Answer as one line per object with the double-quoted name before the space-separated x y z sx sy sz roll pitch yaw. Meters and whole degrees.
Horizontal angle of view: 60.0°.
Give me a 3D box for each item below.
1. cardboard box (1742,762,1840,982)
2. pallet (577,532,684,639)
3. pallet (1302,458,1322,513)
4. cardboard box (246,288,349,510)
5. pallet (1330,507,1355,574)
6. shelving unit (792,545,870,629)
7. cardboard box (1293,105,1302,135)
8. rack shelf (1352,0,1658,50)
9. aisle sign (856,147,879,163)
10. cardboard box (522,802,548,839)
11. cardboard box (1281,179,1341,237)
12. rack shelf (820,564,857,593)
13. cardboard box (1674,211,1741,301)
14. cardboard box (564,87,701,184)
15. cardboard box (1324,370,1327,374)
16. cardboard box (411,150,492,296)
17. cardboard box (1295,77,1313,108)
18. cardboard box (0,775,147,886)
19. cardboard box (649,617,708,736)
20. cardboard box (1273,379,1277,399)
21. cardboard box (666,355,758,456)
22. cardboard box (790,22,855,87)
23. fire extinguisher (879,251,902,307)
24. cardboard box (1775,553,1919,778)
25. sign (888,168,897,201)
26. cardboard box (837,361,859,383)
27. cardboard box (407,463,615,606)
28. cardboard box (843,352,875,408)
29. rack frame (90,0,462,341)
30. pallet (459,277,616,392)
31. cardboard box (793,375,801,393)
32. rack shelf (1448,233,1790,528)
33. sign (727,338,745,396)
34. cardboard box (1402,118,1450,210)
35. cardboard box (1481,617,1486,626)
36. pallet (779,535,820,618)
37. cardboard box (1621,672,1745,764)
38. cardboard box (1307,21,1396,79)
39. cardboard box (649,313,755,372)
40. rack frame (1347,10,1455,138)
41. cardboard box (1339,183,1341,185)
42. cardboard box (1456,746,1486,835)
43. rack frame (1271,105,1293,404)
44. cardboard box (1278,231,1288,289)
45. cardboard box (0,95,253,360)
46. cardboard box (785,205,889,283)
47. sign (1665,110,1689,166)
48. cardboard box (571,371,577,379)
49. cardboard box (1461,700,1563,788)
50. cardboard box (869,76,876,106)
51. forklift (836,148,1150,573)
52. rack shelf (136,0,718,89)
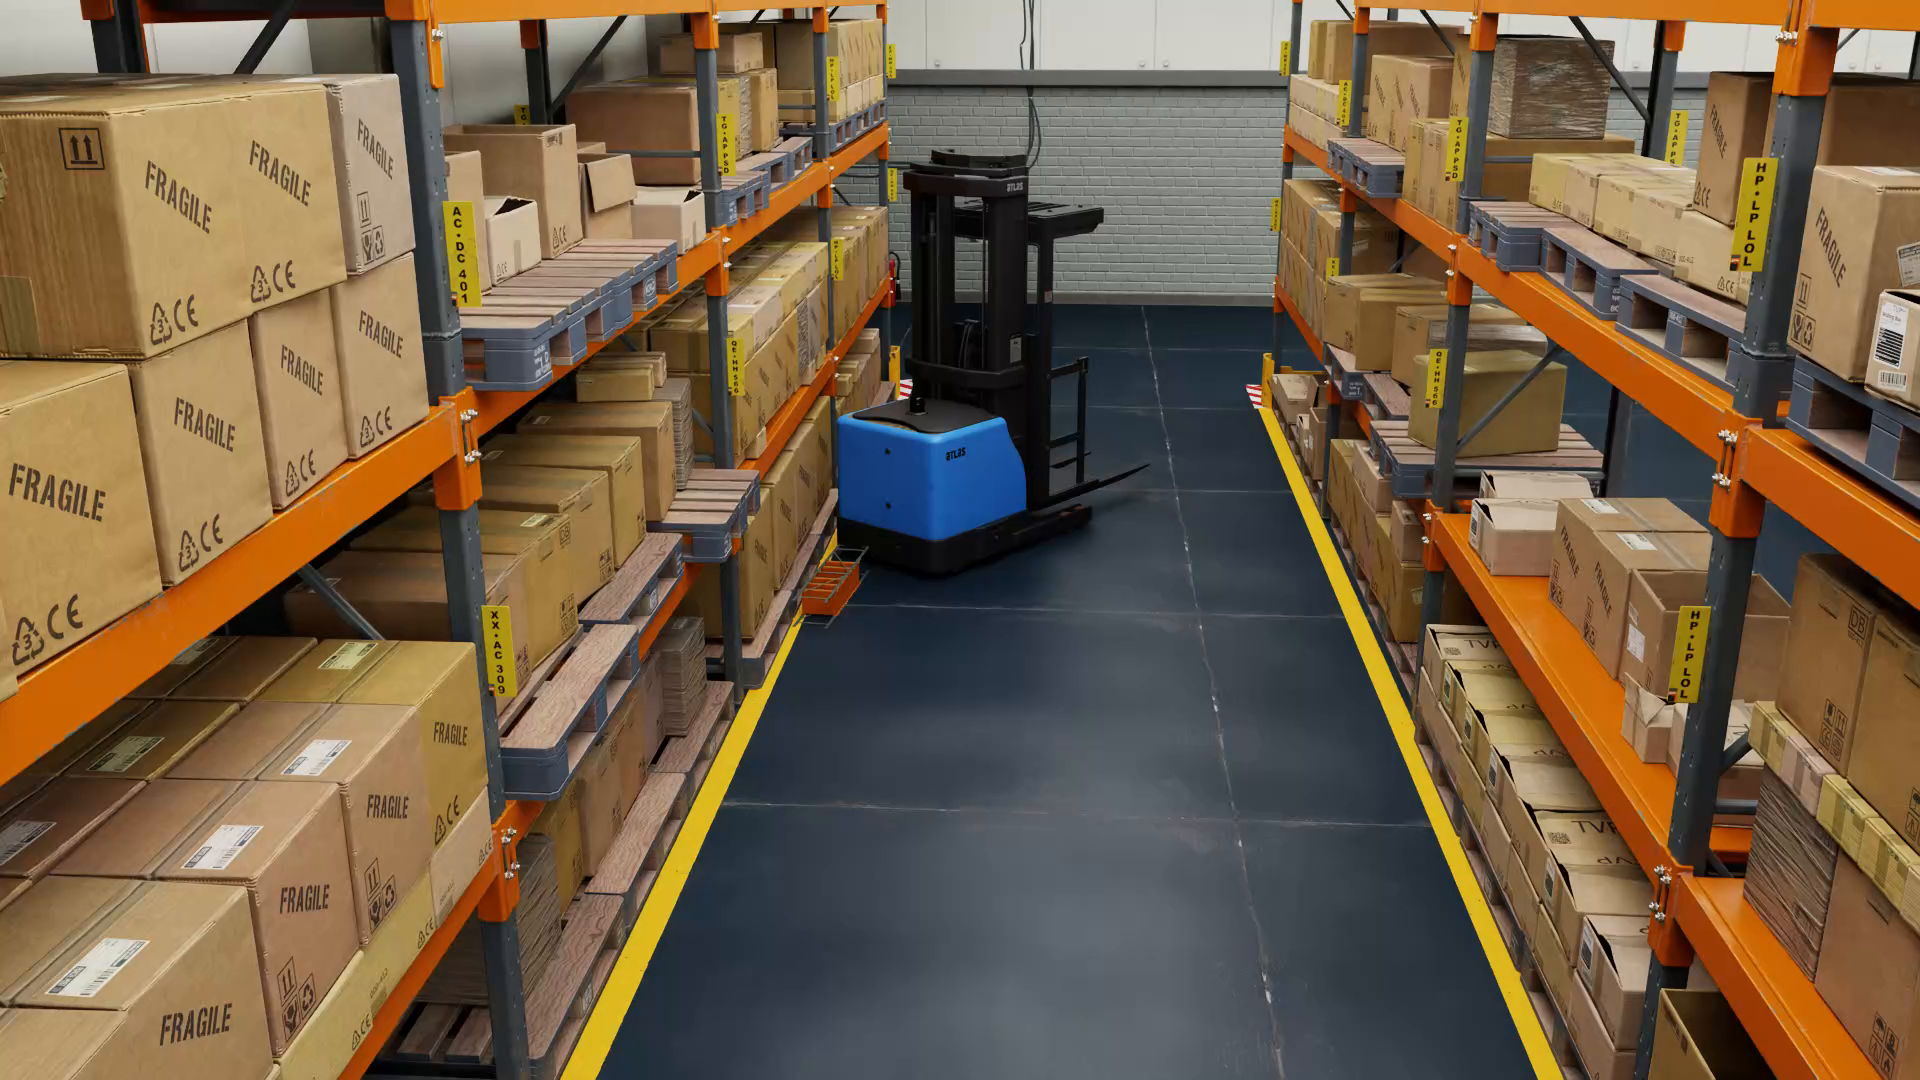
"cardboard box" 2.827 0.976 4.967 0.700 0.500 0.500 1 18 2
"pallet" -1.903 0.241 7.679 1.003 0.211 1.213 1 18 4
"pallet" 3.476 -0.487 14.071 1.003 0.211 1.213 1 18 4
"cardboard box" -1.928 -0.387 4.277 0.500 0.500 0.500 0 18 -1
"pallet" 3.405 -0.020 12.647 1.003 0.211 1.213 1 18 4
"shelving unit" -0.892 0.315 11.649 0.258 0.189 1.200 3 18 10
"cardboard box" 3.373 -3.887 15.391 0.500 0.250 0.500 1 18 4
"rack shelf" 3.282 -3.297 10.330 1.077 0.370 4.000 1 18 4
"aisle sign" -0.924 -4.202 16.754 0.394 0.787 0.004 1 18 4
"cardboard box" -2.025 1.033 7.058 0.500 0.250 0.500 1 18 3
"cardboard box" 3.418 -3.232 16.203 0.500 0.500 0.500 2 18 6
"rack shelf" -0.862 0.265 11.803 0.258 0.180 0.103 3 18 10
"cardboard box" 2.943 -1.030 5.998 0.500 0.250 0.500 0 18 -1
"cardboard box" -1.825 -2.297 9.432 0.700 0.500 0.500 0 18 0
"cardboard box" 3.919 -1.688 16.566 0.500 0.500 0.500 1 18 4
"cardboard box" -1.970 -1.064 5.702 0.500 0.500 0.500 4 19 12
"cardboard box" 3.373 -4.124 15.313 0.500 0.250 0.500 1 18 4
"cardboard box" -2.413 0.938 4.247 0.500 0.500 0.500 2 18 5
"cardboard box" -1.802 0.737 9.163 0.700 0.500 0.500 2 18 5
"cardboard box" 3.322 -1.504 16.539 0.380 0.166 0.250 1 18 4
"cardboard box" -1.512 -0.810 9.906 0.500 0.500 0.500 2 18 6
"cardboard box" -1.154 -4.041 13.823 0.500 0.500 0.500 1 18 3
"fire extinguisher" -0.758 -2.773 17.293 0.296 0.674 0.183 1 18 4
"cardboard box" 2.827 0.359 4.765 0.700 0.500 0.500 1 18 4
"sign" -0.689 -3.597 16.844 0.100 0.325 0.005 1 18 4
"cardboard box" -1.116 -1.523 15.051 0.380 0.149 0.250 1 18 2
"cardboard box" -1.955 -0.016 7.289 0.700 0.500 0.500 4 19 11
"cardboard box" -1.215 -1.587 16.290 0.700 0.500 0.500 1 18 4
"rack frame" -2.089 -2.075 4.803 1.000 3.000 0.127 1 18 4
"pallet" -1.939 -0.749 5.877 1.213 0.211 1.003 1 18 4
"cardboard box" -1.359 -1.171 12.051 0.380 0.149 0.250 1 18 4
"rack shelf" 2.996 -0.819 6.944 1.077 0.370 4.000 1 18 4
"sign" -1.260 -0.970 9.332 0.100 0.325 0.005 1 18 4
"cardboard box" 3.210 -2.286 10.104 0.910 0.500 0.500 1 18 4
"cardboard box" 3.489 0.324 10.424 0.500 0.500 0.500 1 18 2
"pallet" -1.580 0.238 11.858 1.003 0.211 1.213 1 18 4
"cardboard box" 2.732 0.672 6.270 0.396 0.266 0.258 1 18 3
"cardboard box" 3.572 -4.476 15.183 0.700 0.500 0.500 1 18 4
"cardboard box" -1.510 -1.165 9.787 0.500 0.250 0.500 2 18 5
"rack frame" 3.426 -4.450 12.052 1.000 3.000 0.127 1 18 4
"cardboard box" 3.955 -3.220 16.165 0.500 0.500 0.500 1 18 3
"cardboard box" 2.742 1.224 8.111 0.500 0.250 0.500 1 18 2
"rack frame" 3.712 -2.841 16.777 1.000 3.000 0.127 1 18 4
"cardboard box" 3.418 -2.757 16.359 0.500 0.500 0.500 2 18 5
"cardboard box" -1.910 -0.687 3.586 0.500 0.500 0.500 1 18 2
"cardboard box" -1.255 -2.935 16.580 0.980 0.700 0.700 2 18 6
"sign" 3.692 -2.051 8.589 0.100 0.325 0.005 1 18 4
"cardboard box" -2.031 -0.817 9.929 0.500 0.500 0.500 1 18 4
"cardboard box" 2.740 0.962 8.012 0.500 0.311 0.500 1 18 2
"cardboard box" -1.053 -4.157 15.381 0.500 0.250 0.500 1 18 2
"forklift" 0.400 -1.542 12.923 1.130 2.935 3.031 15 23 37
"rack shelf" -1.946 -2.164 6.873 1.077 0.370 4.000 1 18 4
